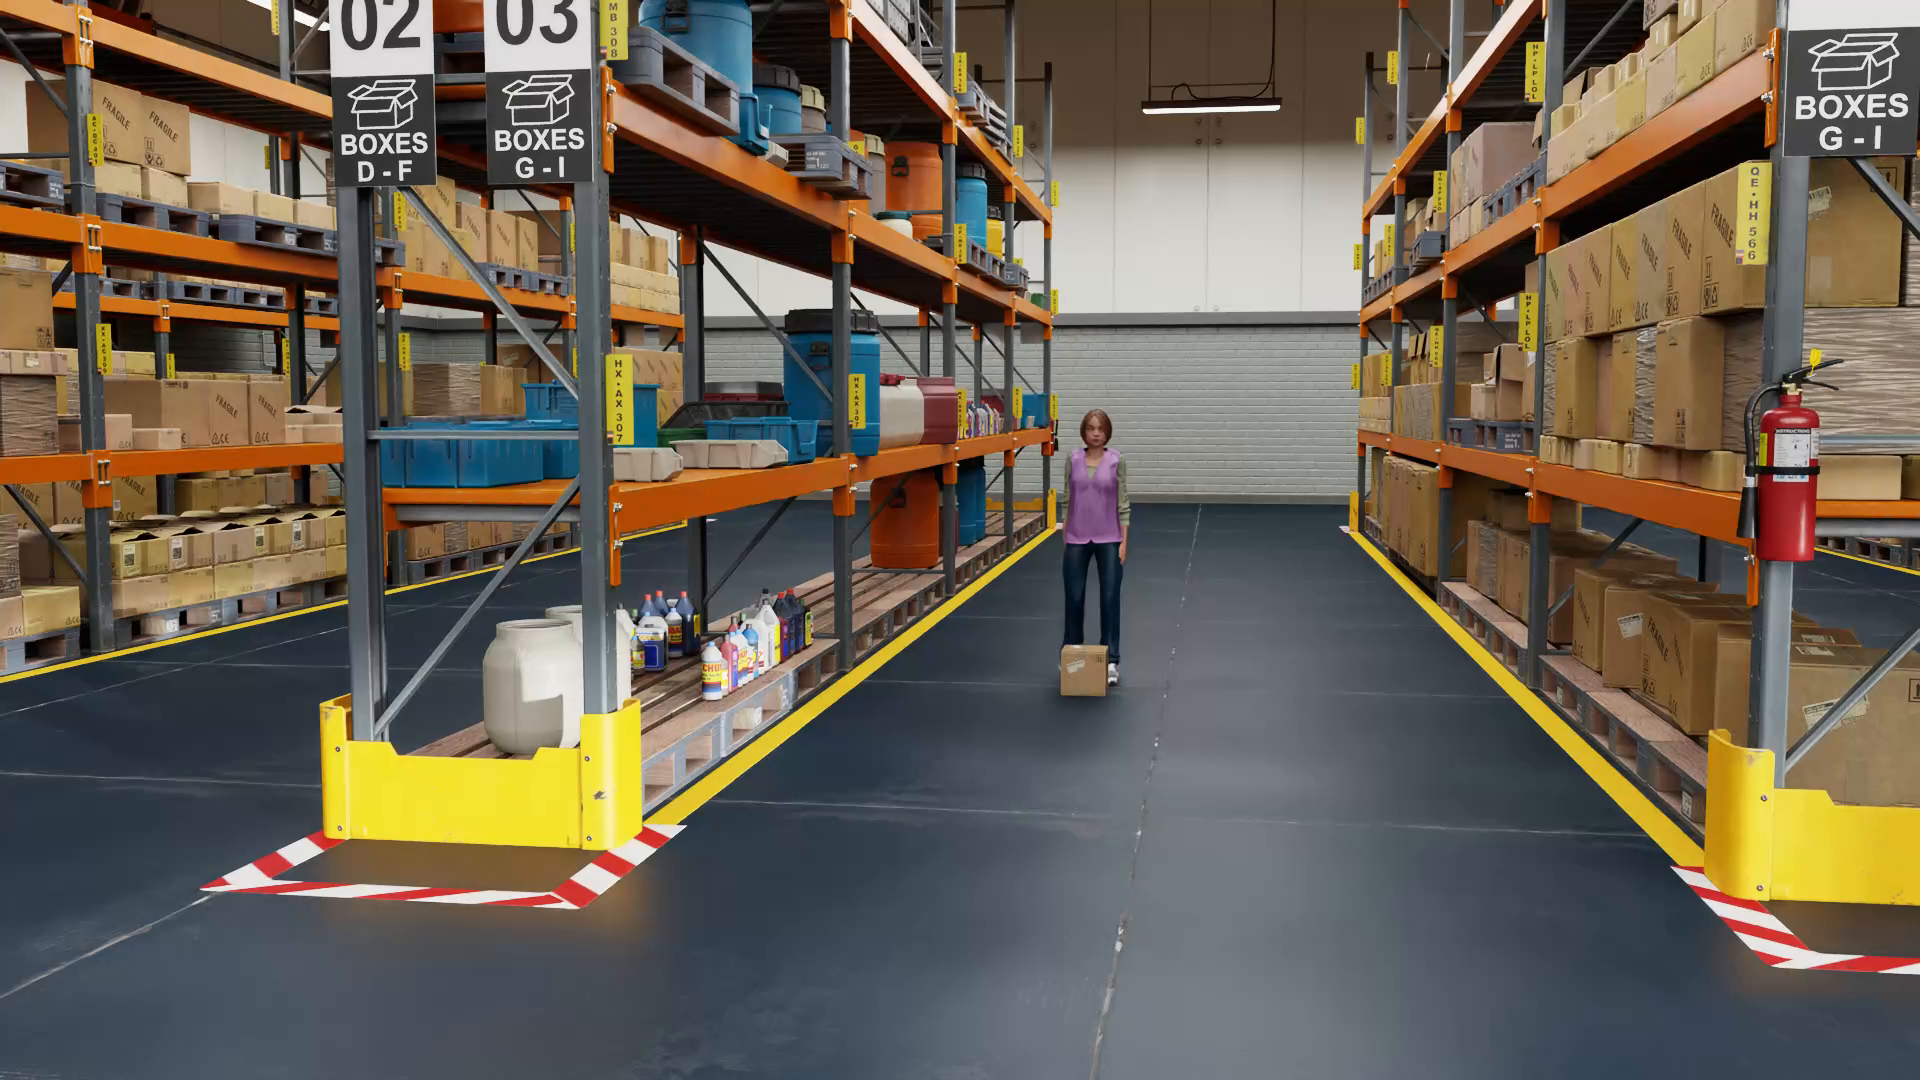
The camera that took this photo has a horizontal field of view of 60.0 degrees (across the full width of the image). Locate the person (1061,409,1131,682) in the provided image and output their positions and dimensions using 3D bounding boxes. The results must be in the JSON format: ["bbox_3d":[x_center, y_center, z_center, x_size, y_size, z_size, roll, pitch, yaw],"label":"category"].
[{"bbox_3d":[0.797,0.043,9.786,0.409,1.629,0.349,1,5,10],"label":"person"}]
